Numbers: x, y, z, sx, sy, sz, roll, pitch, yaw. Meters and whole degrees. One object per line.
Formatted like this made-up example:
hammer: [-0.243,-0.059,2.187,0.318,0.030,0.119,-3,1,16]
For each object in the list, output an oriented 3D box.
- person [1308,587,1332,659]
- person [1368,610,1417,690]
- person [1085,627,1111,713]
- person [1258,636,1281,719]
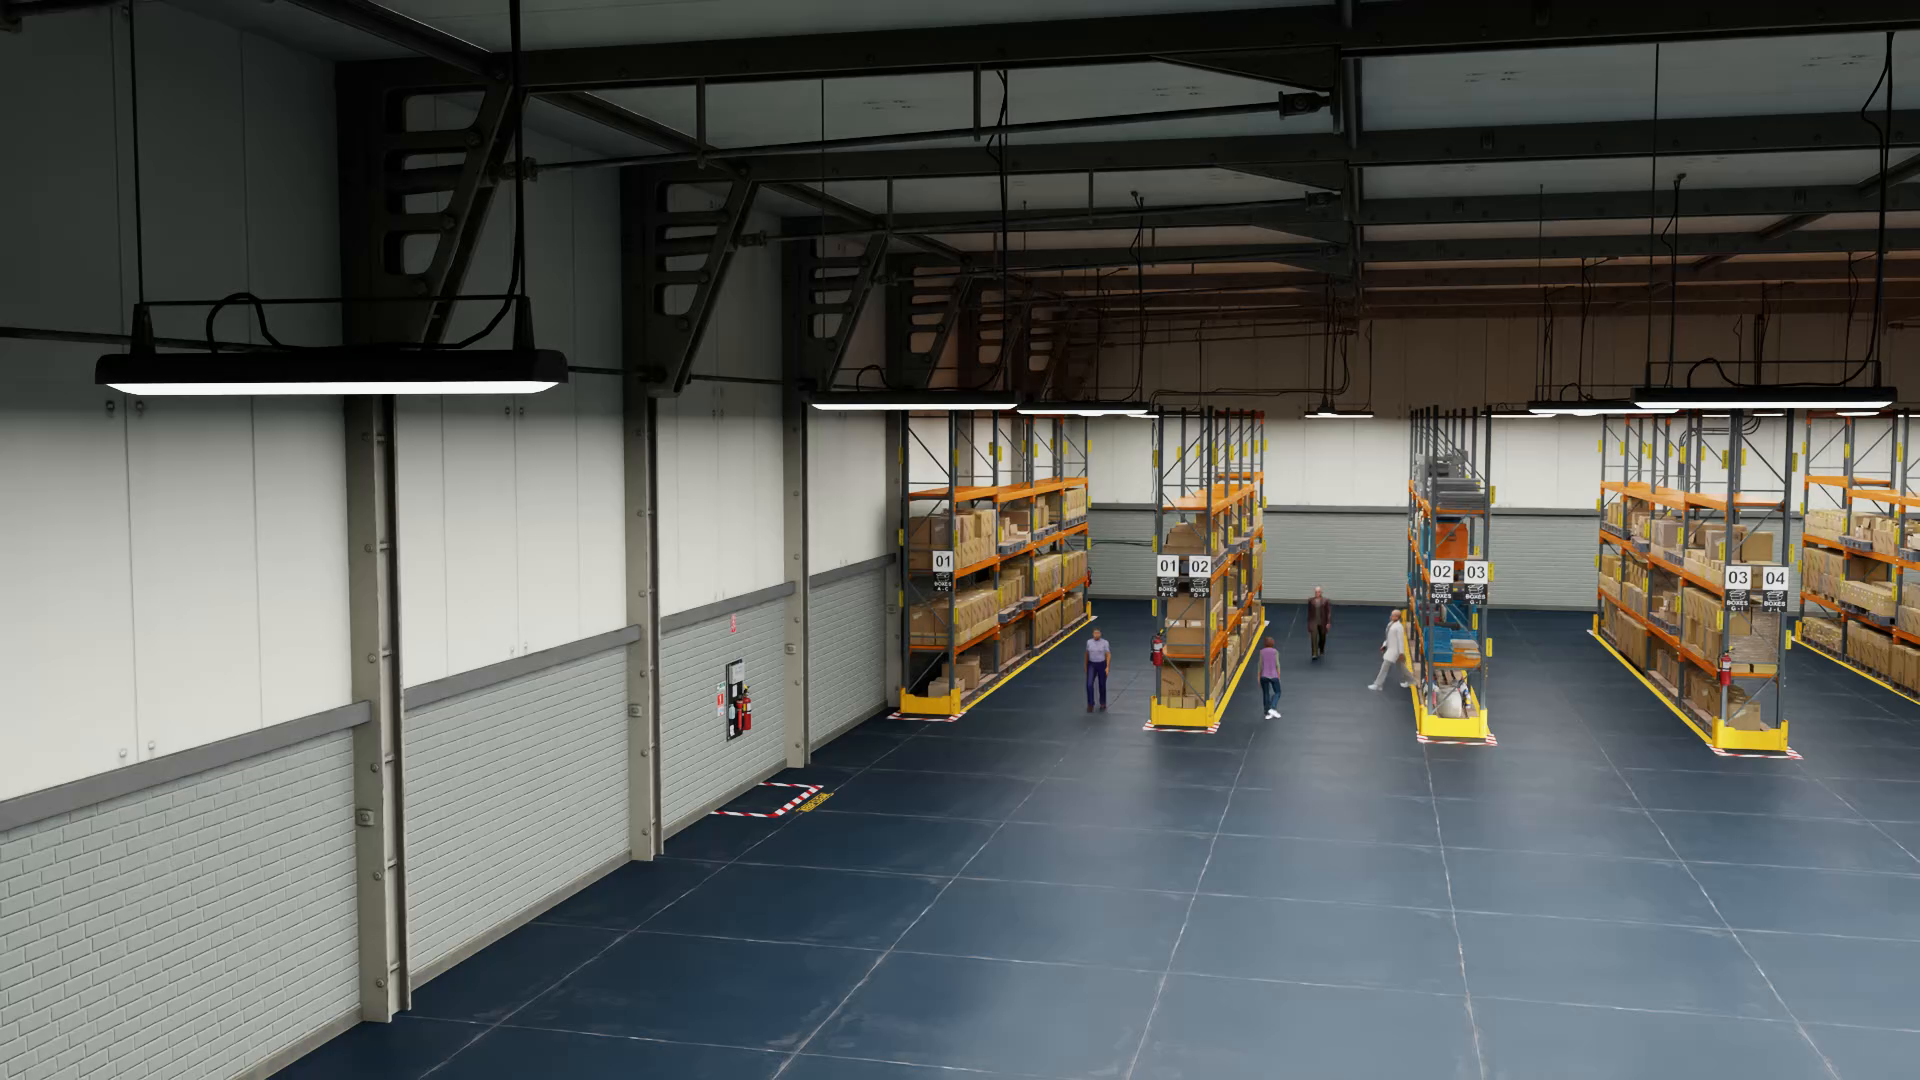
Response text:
person: [8.662,1.977,40.057,0.566,1.729,1.081,1,4,10]
person: [9.175,2.325,35.202,1.120,1.720,0.656,0,4,-4]
person: [2.716,2.551,32.888,0.534,1.669,0.652,1,4,15]
person: [5.927,2.645,31.864,0.462,1.596,0.480,1,4,19]
